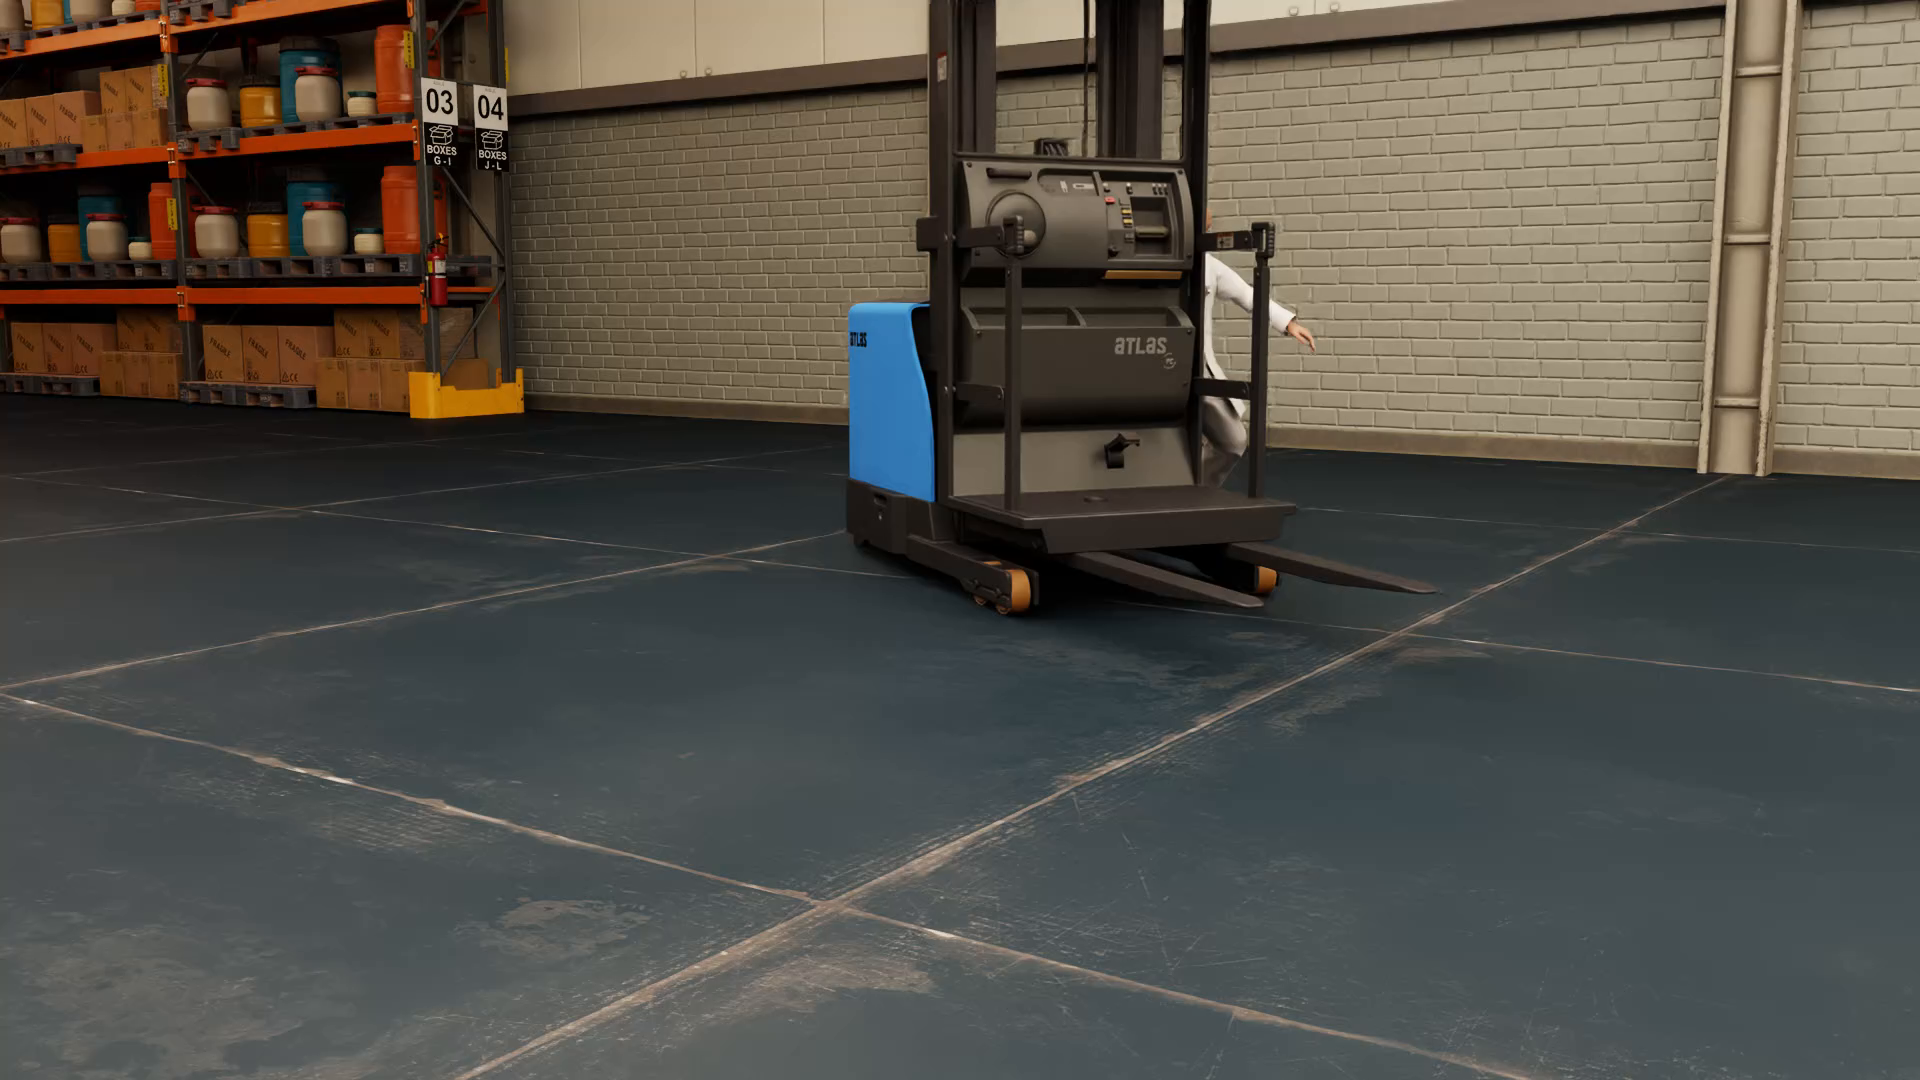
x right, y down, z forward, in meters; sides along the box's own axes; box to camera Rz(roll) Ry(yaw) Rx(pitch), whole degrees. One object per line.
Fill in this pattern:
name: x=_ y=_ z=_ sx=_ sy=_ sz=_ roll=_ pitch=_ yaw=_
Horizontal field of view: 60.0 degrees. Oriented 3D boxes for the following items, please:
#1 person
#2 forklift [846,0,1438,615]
person: x=1.129 y=-0.784 z=7.779 sx=1.061 sy=1.645 sz=1.056 roll=-6 pitch=10 yaw=-37
forklift: x=0.534 y=-1.257 z=6.034 sx=1.130 sy=2.935 sz=3.031 roll=-3 pitch=9 yaw=-22
